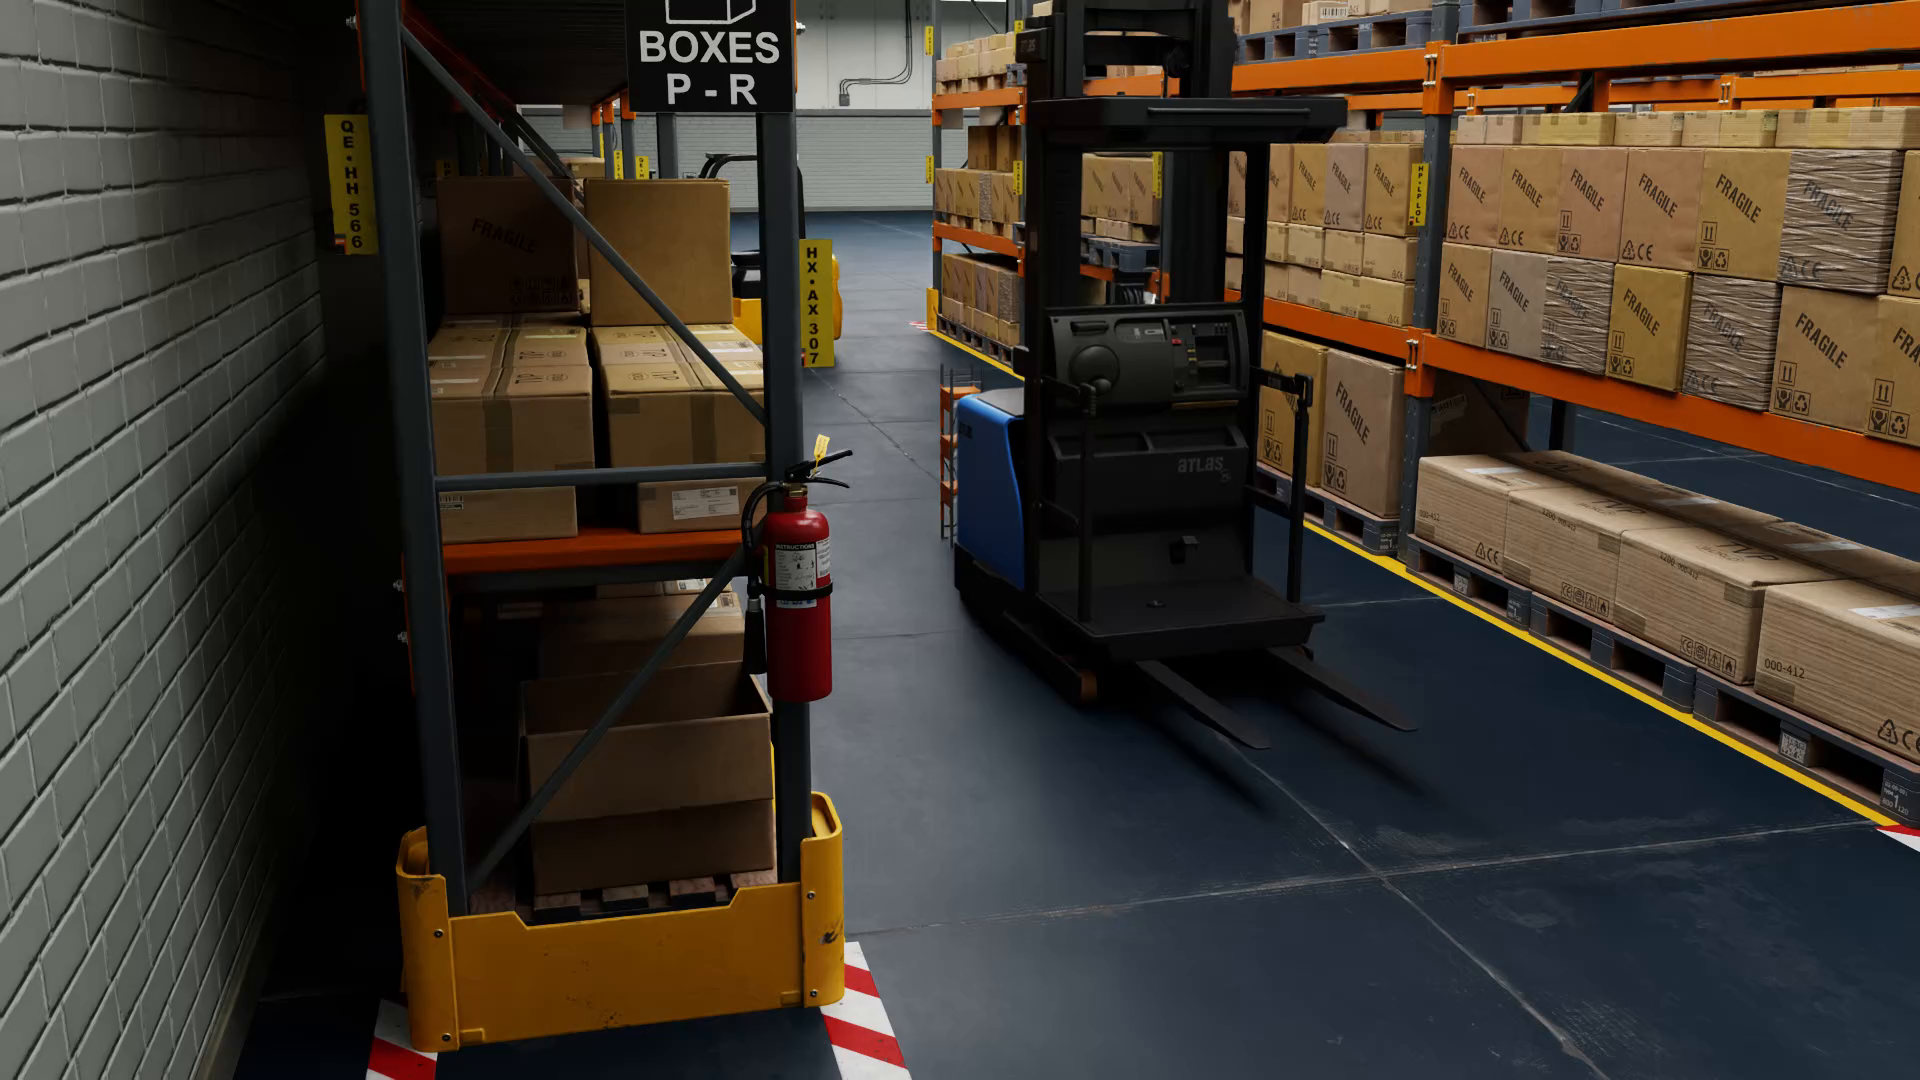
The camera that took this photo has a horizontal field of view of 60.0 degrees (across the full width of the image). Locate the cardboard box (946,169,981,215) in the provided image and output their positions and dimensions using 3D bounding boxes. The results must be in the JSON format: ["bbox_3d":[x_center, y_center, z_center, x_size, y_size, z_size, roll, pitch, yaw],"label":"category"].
[{"bbox_3d":[0.130,-4.073,19.440,0.500,0.500,0.500,-3,14,-11],"label":"cardboard box"}]

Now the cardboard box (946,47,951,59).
[{"bbox_3d":[0.049,-5.753,19.683,0.380,0.149,0.250,-3,14,-14],"label":"cardboard box"}]

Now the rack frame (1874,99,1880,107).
[{"bbox_3d":[10.736,-3.753,18.970,1.000,3.000,0.127,-3,14,-13],"label":"rack frame"}]

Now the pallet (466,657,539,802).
[{"bbox_3d":[-1.392,0.717,6.547,1.003,0.211,1.213,-3,14,-13],"label":"pallet"}]

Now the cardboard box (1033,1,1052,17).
[{"bbox_3d":[0.978,-4.761,15.150,0.500,0.250,0.500,-4,14,-14],"label":"cardboard box"}]

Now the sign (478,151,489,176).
[{"bbox_3d":[-3.320,-2.531,11.529,0.100,0.325,0.005,-3,14,-13],"label":"sign"}]

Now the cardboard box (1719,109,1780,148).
[{"bbox_3d":[3.289,-1.645,6.656,0.380,0.149,0.250,-3,14,-12],"label":"cardboard box"}]

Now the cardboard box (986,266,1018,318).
[{"bbox_3d":[0.582,-2.672,17.874,0.500,0.500,0.500,-3,14,-12],"label":"cardboard box"}]

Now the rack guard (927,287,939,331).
[{"bbox_3d":[0.182,-2.892,20.711,1.175,0.500,0.348,-3,14,-13],"label":"rack guard"}]

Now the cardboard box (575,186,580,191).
[{"bbox_3d":[-2.812,-2.126,11.213,0.500,0.500,0.500,-3,14,-11],"label":"cardboard box"}]

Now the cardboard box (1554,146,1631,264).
[{"bbox_3d":[3.080,-1.531,7.555,0.500,0.500,0.500,-3,14,-12],"label":"cardboard box"}]

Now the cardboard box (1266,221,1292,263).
[{"bbox_3d":[2.253,-1.965,10.912,0.500,0.250,0.500,-3,14,-12],"label":"cardboard box"}]

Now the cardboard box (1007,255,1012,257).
[{"bbox_3d":[0.757,-3.420,19.568,0.380,0.149,0.250,-3,14,-12],"label":"cardboard box"}]

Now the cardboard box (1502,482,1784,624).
[{"bbox_3d":[3.236,0.042,7.947,0.875,0.438,0.875,-4,14,-15],"label":"cardboard box"}]

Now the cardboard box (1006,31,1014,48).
[{"bbox_3d":[0.681,-5.040,16.766,0.380,0.149,0.250,-4,14,-15],"label":"cardboard box"}]

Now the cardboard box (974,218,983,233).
[{"bbox_3d":[0.363,-3.488,18.415,0.380,0.149,0.250,-3,14,-13],"label":"cardboard box"}]

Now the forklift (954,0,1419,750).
[{"bbox_3d":[0.910,-0.827,7.138,1.130,2.935,3.031,-4,14,-17],"label":"forklift"}]

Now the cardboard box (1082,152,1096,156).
[{"bbox_3d":[1.225,-3.540,15.008,0.380,0.149,0.250,-2,14,-10],"label":"cardboard box"}]

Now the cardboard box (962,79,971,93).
[{"bbox_3d":[0.233,-5.066,18.553,0.380,0.149,0.250,-3,14,-13],"label":"cardboard box"}]

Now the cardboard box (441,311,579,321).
[{"bbox_3d":[-1.744,-0.786,6.513,0.500,0.250,0.500,-3,14,-12],"label":"cardboard box"}]

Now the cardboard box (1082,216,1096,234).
[{"bbox_3d":[1.296,-2.776,14.613,0.380,0.149,0.250,-4,14,-15],"label":"cardboard box"}]

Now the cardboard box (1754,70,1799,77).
[{"bbox_3d":[6.706,-3.937,13.189,0.500,0.500,0.500,-3,14,-13],"label":"cardboard box"}]

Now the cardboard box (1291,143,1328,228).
[{"bbox_3d":[2.404,-2.216,10.359,0.500,0.500,0.500,-3,14,-11],"label":"cardboard box"}]

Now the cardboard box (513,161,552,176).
[{"bbox_3d":[-4.108,-3.549,15.928,0.380,0.149,0.250,-4,14,-15],"label":"cardboard box"}]

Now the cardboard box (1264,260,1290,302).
[{"bbox_3d":[2.288,-1.726,10.988,0.500,0.250,0.500,-3,14,-13],"label":"cardboard box"}]

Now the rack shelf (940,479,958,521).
[{"bbox_3d":[0.013,-0.217,9.820,0.215,0.259,0.240,-3,14,-13],"label":"rack shelf"}]

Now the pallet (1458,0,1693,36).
[{"bbox_3d":[3.164,-2.580,8.035,1.003,0.211,1.213,-3,14,-13],"label":"pallet"}]

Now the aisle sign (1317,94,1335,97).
[{"bbox_3d":[4.643,-5.686,21.401,0.394,0.787,0.004,-3,14,-13],"label":"aisle sign"}]

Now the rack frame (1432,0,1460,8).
[{"bbox_3d":[2.982,-4.270,8.443,1.000,3.000,0.127,-3,14,-13],"label":"rack frame"}]

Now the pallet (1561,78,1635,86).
[{"bbox_3d":[6.362,-4.346,15.474,1.003,0.211,1.213,-3,14,-11],"label":"pallet"}]

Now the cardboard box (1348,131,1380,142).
[{"bbox_3d":[5.219,-4.674,20.148,0.875,0.550,0.550,-3,14,-13],"label":"cardboard box"}]

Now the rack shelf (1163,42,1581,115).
[{"bbox_3d":[2.512,-2.925,10.773,1.077,0.370,4.000,-3,14,-13],"label":"rack shelf"}]

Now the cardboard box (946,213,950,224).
[{"bbox_3d":[0.042,-3.912,20.148,0.380,0.149,0.250,-3,14,-13],"label":"cardboard box"}]

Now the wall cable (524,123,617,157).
[{"bbox_3d":[-11.825,-12.715,49.555,3.097,2.526,0.112,-3,14,-13],"label":"wall cable"}]

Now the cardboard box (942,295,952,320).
[{"bbox_3d":[0.084,-2.791,19.938,0.500,0.250,0.500,-3,14,-14],"label":"cardboard box"}]

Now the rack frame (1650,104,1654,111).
[{"bbox_3d":[9.797,-4.676,22.747,1.000,3.000,0.127,-3,14,-13],"label":"rack frame"}]

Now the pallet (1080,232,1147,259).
[{"bbox_3d":[1.538,-2.639,14.815,1.003,0.211,1.213,-3,14,-13],"label":"pallet"}]

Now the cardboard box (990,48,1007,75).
[{"bbox_3d":[0.618,-4.933,17.168,0.500,0.250,0.500,-4,14,-14],"label":"cardboard box"}]

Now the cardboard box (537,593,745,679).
[{"bbox_3d":[-1.117,0.509,5.904,0.700,0.500,0.500,-3,14,-11],"label":"cardboard box"}]

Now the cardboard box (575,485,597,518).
[{"bbox_3d":[-1.241,-0.157,4.777,0.380,0.149,0.250,-3,14,-12],"label":"cardboard box"}]

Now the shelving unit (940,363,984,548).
[{"bbox_3d":[0.013,-0.498,9.752,0.215,1.050,0.252,-3,14,-13],"label":"shelving unit"}]

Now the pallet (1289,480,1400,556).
[{"bbox_3d":[2.728,-0.175,10.197,1.003,0.211,1.213,-3,14,-13],"label":"pallet"}]

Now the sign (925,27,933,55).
[{"bbox_3d":[-0.364,-5.975,19.902,0.100,0.325,0.005,-3,14,-13],"label":"sign"}]

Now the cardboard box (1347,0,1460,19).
[{"bbox_3d":[2.571,-3.165,9.544,0.500,0.311,0.500,-3,14,-13],"label":"cardboard box"}]

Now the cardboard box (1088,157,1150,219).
[{"bbox_3d":[1.414,-3.000,14.163,0.500,0.500,0.500,-4,14,-17],"label":"cardboard box"}]

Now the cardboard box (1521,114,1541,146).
[{"bbox_3d":[2.981,-2.003,8.120,0.380,0.149,0.250,-3,14,-14],"label":"cardboard box"}]

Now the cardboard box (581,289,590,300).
[{"bbox_3d":[-1.353,-0.931,7.107,0.500,0.250,0.500,-3,14,-13],"label":"cardboard box"}]

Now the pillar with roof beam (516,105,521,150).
[{"bbox_3d":[-6.825,-12.326,41.419,9.100,9.000,0.400,-3,14,-13],"label":"pillar with roof beam"}]

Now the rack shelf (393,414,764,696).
[{"bbox_3d":[-1.372,-0.267,6.216,1.077,0.370,4.000,-3,14,-13],"label":"rack shelf"}]

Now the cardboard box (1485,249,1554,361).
[{"bbox_3d":[2.952,-1.165,8.164,0.500,0.500,0.500,-3,14,-13],"label":"cardboard box"}]

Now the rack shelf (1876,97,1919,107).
[{"bbox_3d":[11.206,-4.400,16.811,1.077,0.370,4.000,-3,14,-13],"label":"rack shelf"}]
